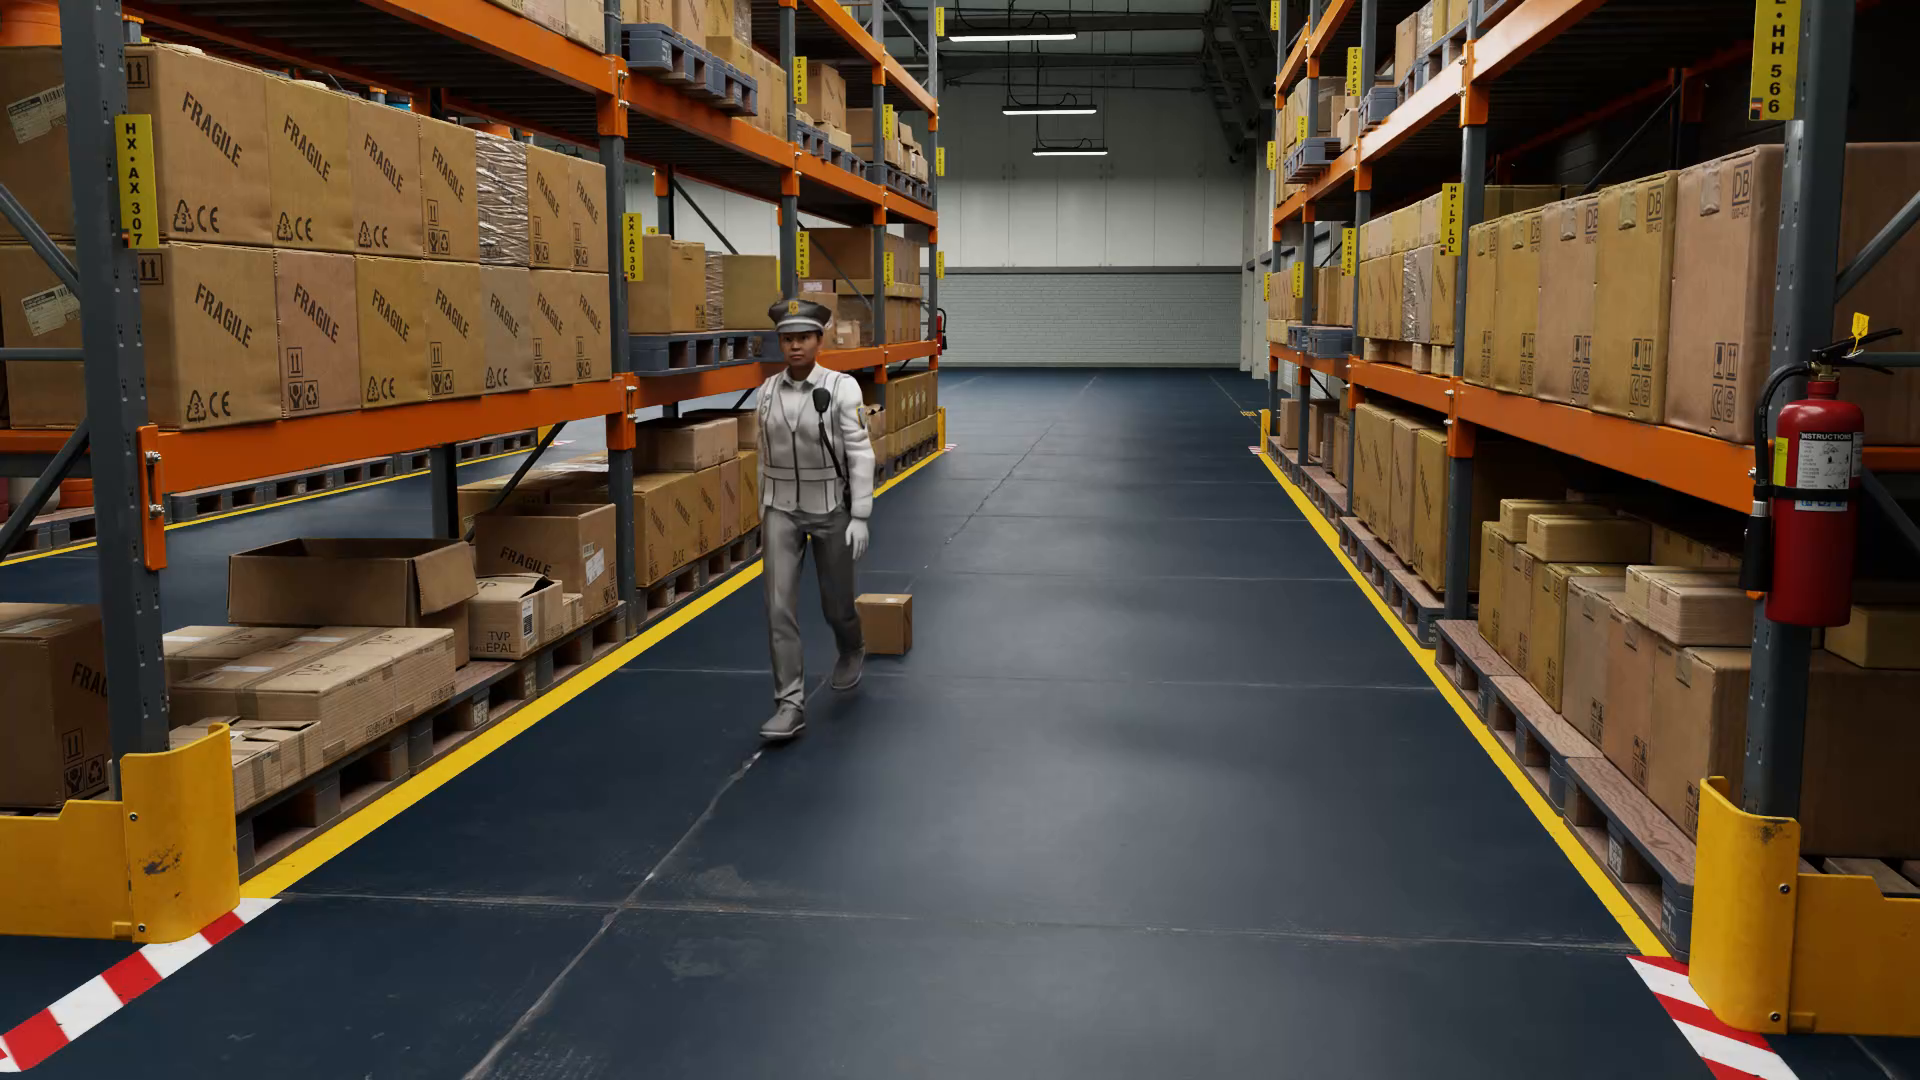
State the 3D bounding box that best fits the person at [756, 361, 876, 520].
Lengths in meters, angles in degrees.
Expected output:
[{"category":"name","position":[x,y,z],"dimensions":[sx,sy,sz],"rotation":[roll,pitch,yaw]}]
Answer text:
[{"category":"person","position":[-0.567,-0.375,6.393],"dimensions":[0.495,0.623,0.342],"rotation":[1,8,11]}]
